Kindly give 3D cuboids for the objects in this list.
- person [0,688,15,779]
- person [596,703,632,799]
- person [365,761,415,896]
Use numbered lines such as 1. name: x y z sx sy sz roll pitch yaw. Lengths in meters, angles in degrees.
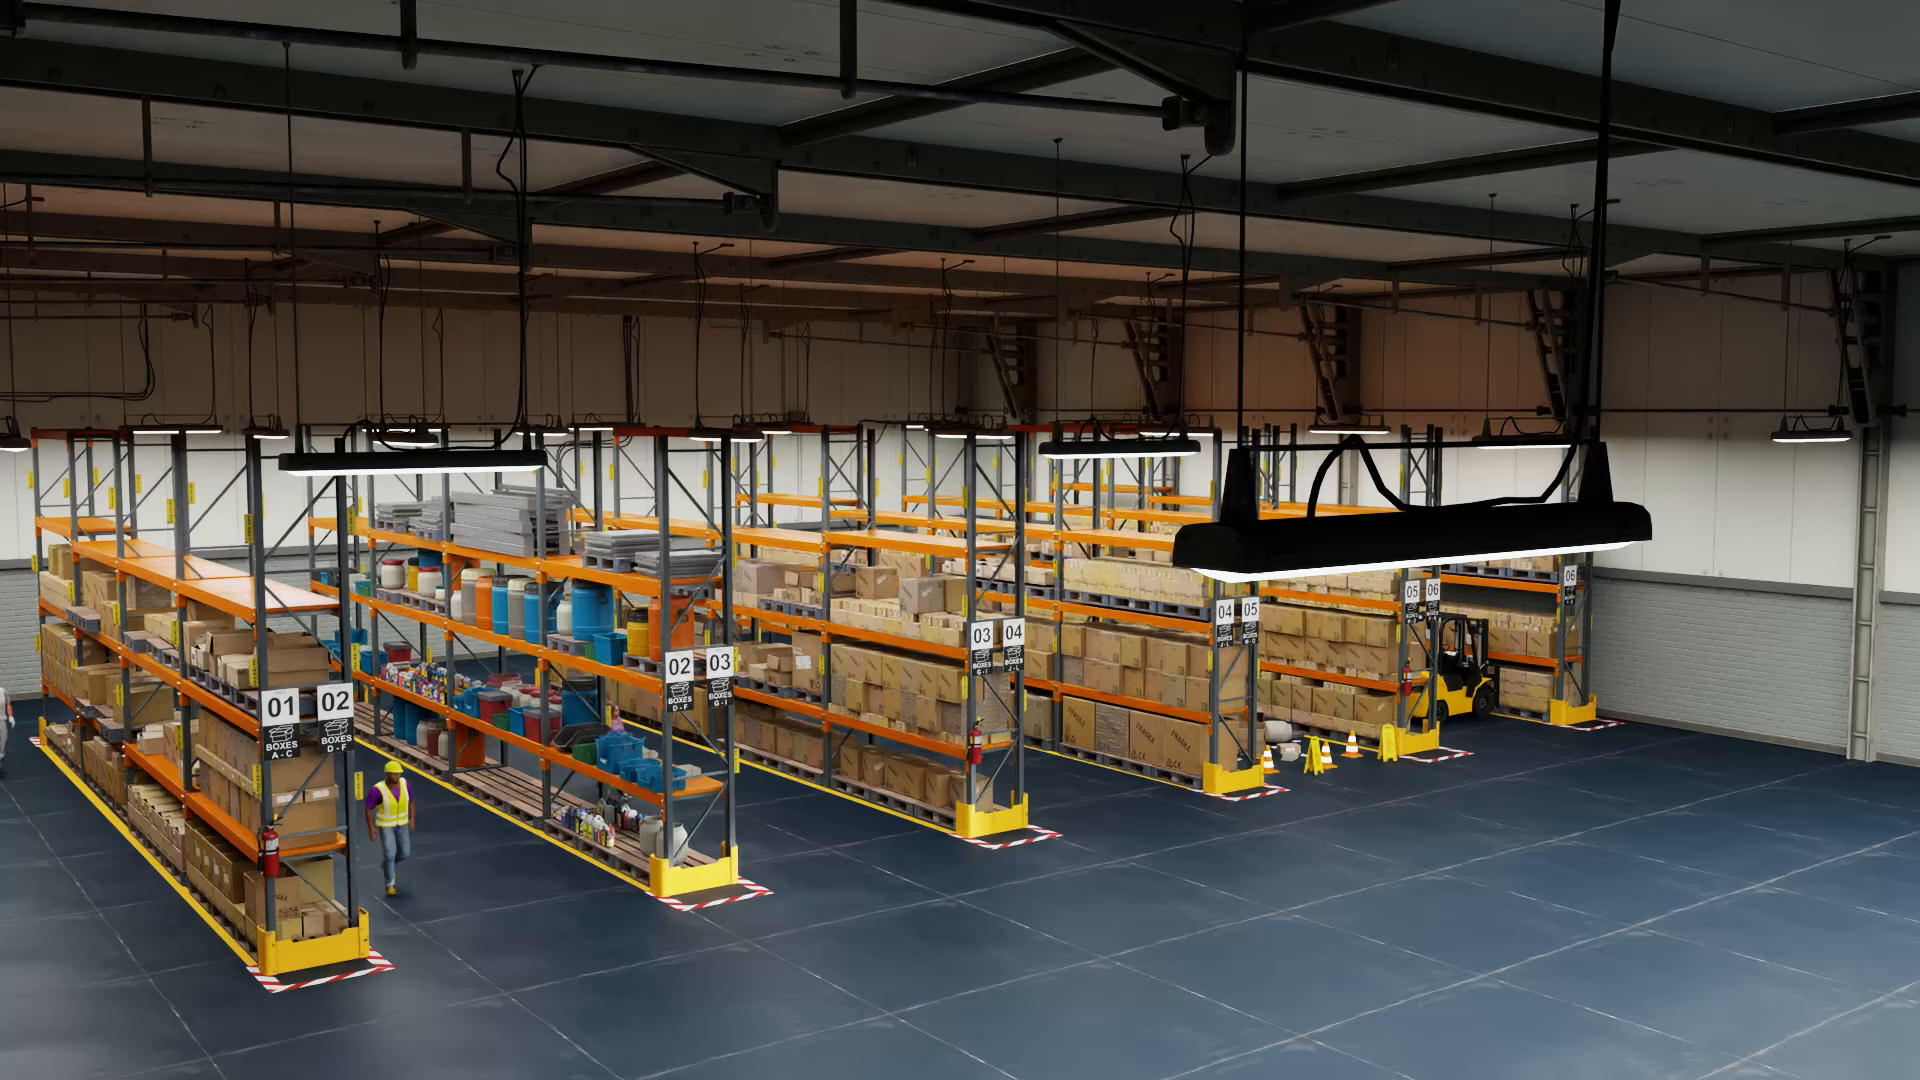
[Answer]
1. person: -16.651 3.192 28.758 0.734 1.793 0.577 4 6 41
2. person: -5.592 3.414 27.028 0.969 1.543 0.439 2 5 29
3. person: -7.519 3.749 21.890 0.657 1.744 0.659 4 6 44
